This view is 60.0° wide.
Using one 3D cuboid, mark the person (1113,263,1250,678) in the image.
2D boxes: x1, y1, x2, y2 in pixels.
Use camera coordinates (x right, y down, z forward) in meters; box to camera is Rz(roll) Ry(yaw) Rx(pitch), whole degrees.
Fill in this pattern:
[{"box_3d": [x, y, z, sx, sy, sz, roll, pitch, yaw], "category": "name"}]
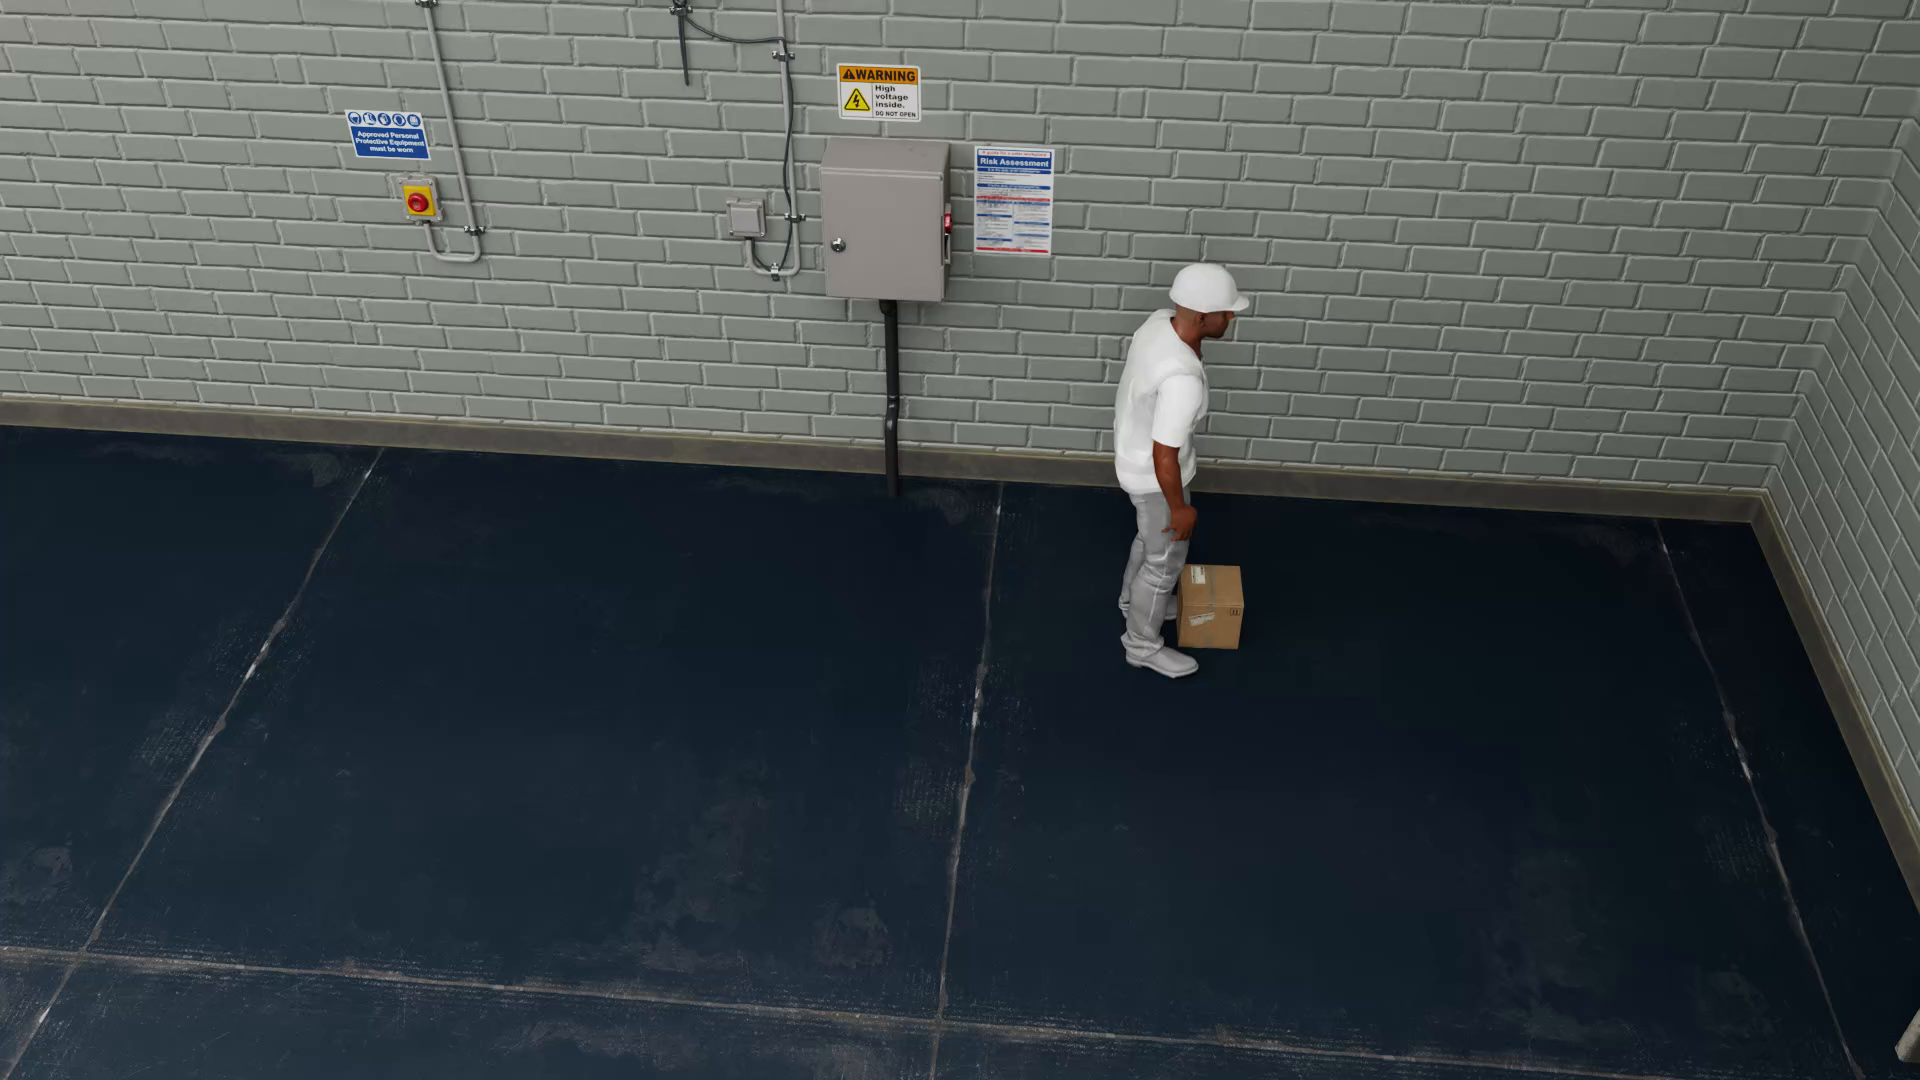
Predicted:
[{"box_3d": [0.820, -0.290, 6.490, 0.458, 1.761, 0.638, 2, 40, 2], "category": "person"}]
